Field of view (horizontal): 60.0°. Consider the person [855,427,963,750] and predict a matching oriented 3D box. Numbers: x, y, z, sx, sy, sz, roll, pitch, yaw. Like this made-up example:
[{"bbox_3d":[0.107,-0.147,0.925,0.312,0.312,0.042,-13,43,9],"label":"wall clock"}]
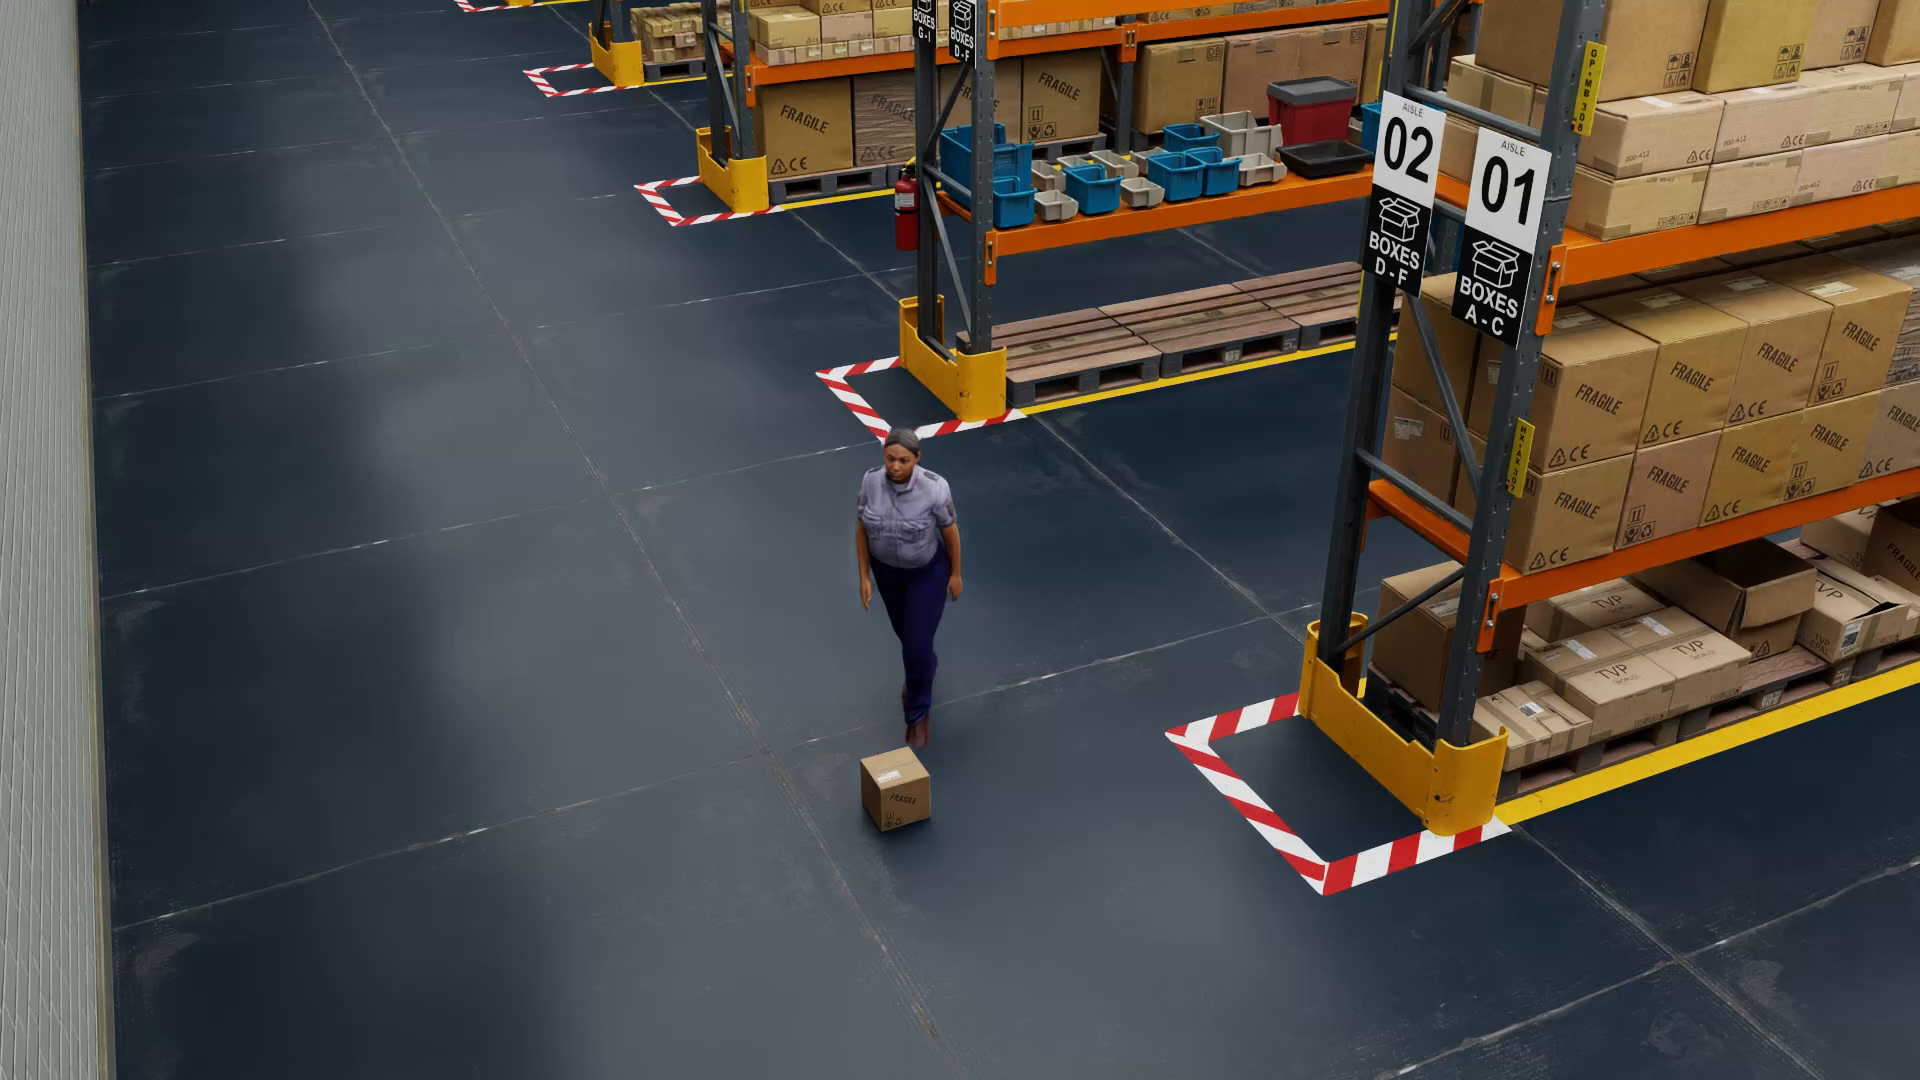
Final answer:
[{"bbox_3d":[-0.247,0.197,8.181,0.487,1.683,0.635,14,32,23],"label":"person"}]
